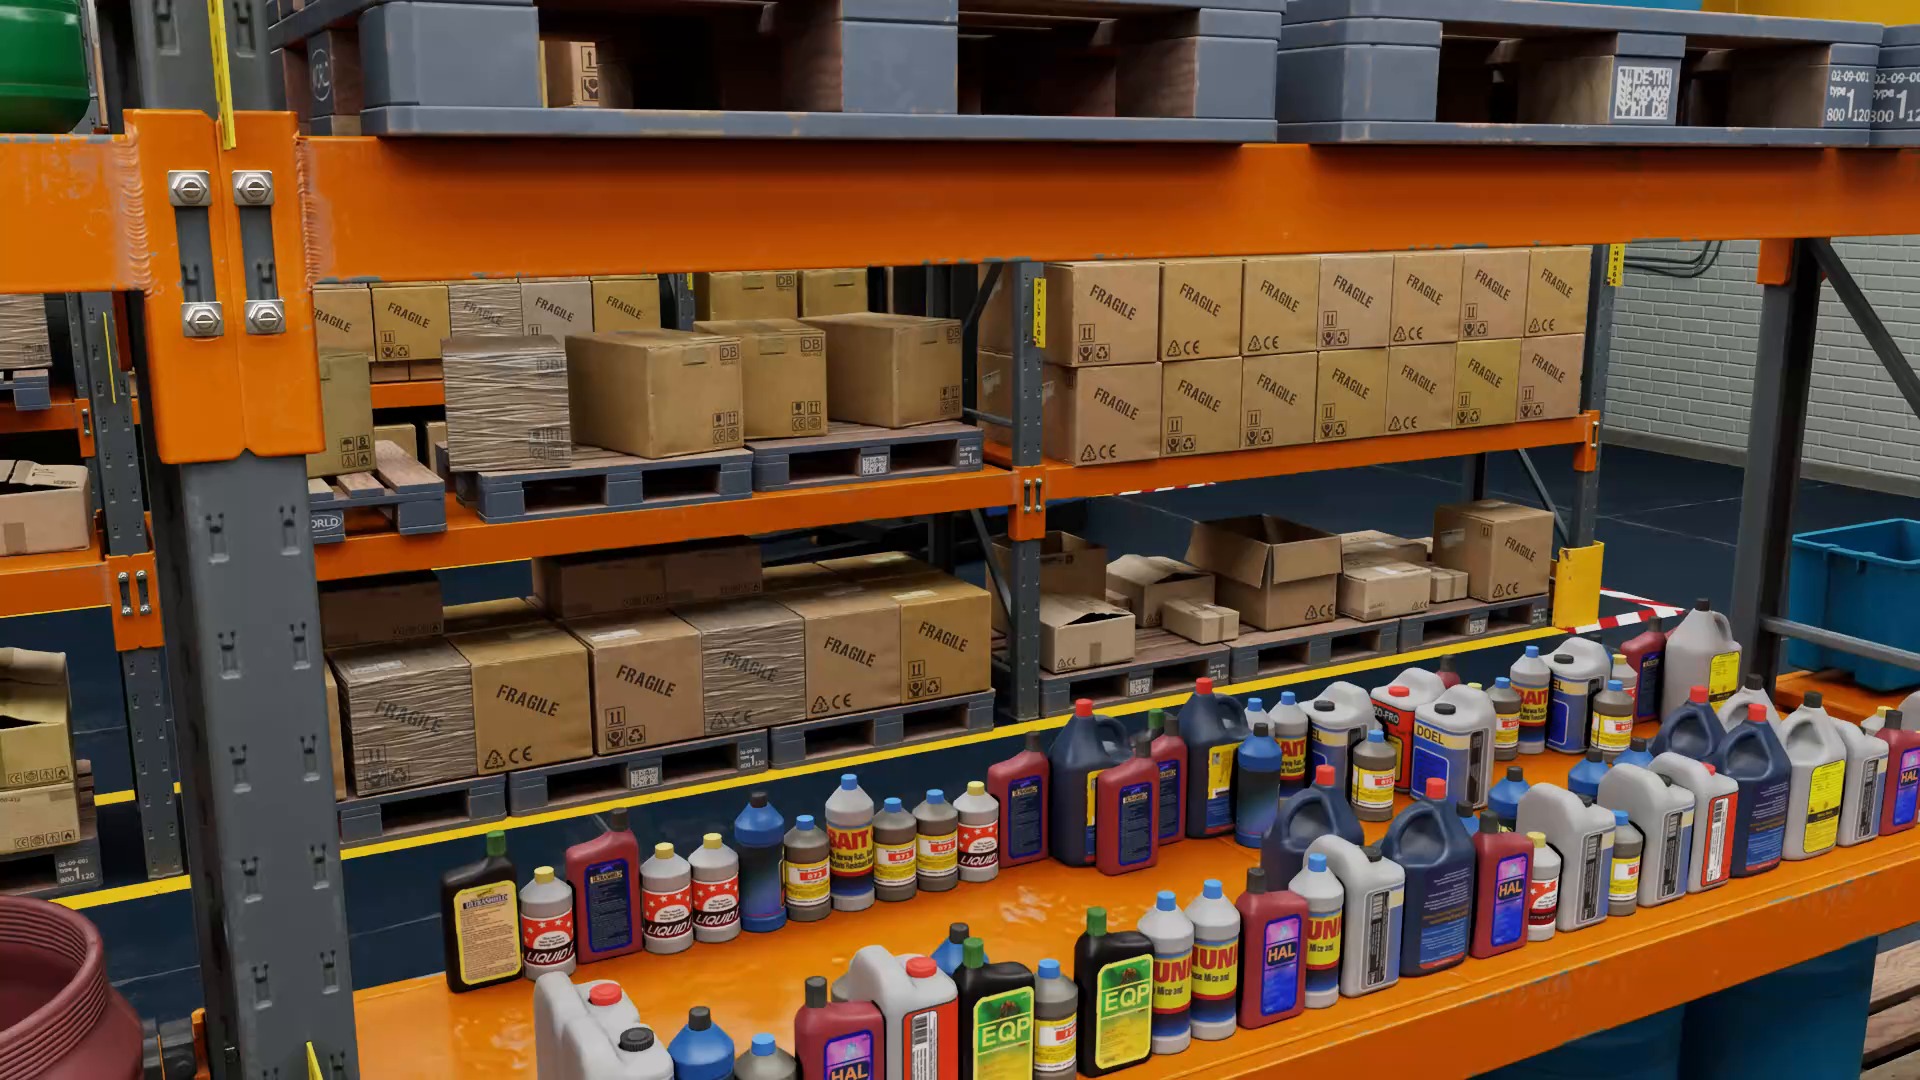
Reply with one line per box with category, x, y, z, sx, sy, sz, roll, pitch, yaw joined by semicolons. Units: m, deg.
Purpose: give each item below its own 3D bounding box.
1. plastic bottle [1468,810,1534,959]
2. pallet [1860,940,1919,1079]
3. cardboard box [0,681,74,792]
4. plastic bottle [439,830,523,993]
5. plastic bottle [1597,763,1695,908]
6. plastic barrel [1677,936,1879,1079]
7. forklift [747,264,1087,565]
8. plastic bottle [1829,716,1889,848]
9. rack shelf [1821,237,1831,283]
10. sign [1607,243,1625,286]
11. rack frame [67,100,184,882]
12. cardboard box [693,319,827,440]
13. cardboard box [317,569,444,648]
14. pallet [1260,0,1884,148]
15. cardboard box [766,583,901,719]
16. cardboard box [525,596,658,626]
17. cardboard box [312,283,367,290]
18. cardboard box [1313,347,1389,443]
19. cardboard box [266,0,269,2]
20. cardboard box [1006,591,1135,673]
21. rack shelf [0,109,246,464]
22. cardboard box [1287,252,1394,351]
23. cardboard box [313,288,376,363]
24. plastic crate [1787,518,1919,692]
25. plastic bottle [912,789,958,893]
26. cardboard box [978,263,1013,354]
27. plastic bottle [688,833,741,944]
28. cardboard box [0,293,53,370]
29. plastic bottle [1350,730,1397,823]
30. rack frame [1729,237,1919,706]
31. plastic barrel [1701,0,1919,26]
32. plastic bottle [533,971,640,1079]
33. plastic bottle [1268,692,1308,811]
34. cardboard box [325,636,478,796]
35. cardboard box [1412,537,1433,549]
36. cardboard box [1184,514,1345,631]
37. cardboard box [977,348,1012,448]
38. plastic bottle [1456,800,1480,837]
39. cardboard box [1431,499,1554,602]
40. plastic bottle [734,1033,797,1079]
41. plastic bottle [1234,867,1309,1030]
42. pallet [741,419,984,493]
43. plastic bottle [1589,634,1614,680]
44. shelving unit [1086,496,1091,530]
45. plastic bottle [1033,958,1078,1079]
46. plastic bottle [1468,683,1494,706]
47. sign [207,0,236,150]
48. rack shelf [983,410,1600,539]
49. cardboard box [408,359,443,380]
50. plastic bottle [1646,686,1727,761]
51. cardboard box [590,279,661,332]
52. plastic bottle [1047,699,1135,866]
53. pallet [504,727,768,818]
plastic bottle;1.026;0.647;3.170;0.133;0.283;0.061;-7;14;-28
pallet;3.110;1.598;5.026;1.213;0.211;1.003;-7;14;-28
cardboard box;-3.740;0.754;6.455;0.500;0.311;0.500;-6;14;-26
plastic bottle;-0.877;0.676;3.041;0.133;0.283;0.061;-7;14;-28
plastic bottle;1.411;0.593;3.426;0.135;0.276;0.152;-7;14;-28
plastic barrel;1.997;1.196;4.288;0.708;0.901;0.600;-7;14;-28
forklift;-0.484;-1.317;11.785;3.031;2.935;1.130;-11;17;-39
plastic bottle;1.971;0.525;3.725;0.135;0.276;0.152;-7;14;-28
rack shelf;4.239;-1.000;5.028;4.000;0.370;1.077;-7;14;-28
sign;3.872;-1.663;9.810;0.005;0.325;0.100;-7;14;-28
rack frame;-3.398;-0.211;6.717;0.127;3.000;1.000;-7;14;-28
cardboard box;-0.983;-0.795;8.124;0.500;0.500;0.700;-4;13;-19
cardboard box;-2.642;0.277;7.529;0.500;0.250;0.500;-6;14;-26
pallet;0.848;-0.827;3.052;1.213;0.211;1.003;-7;14;-28
cardboard box;-0.621;0.530;8.113;0.500;0.500;0.500;-7;14;-28
cardboard box;-1.777;0.539;8.073;0.500;0.500;0.500;-7;15;-30
cardboard box;-4.344;-1.843;11.309;0.500;0.250;0.500;-7;14;-27
cardboard box;2.025;-0.843;9.294;0.500;0.500;0.500;-7;14;-29
cardboard box;-2.564;-2.310;6.704;0.500;0.500;0.500;-7;14;-28
cardboard box;0.585;0.462;8.845;0.500;0.311;0.500;-7;14;-28
rack shelf;-2.783;-0.158;1.288;4.000;0.370;1.077;-7;14;-28
cardboard box;2.018;-1.327;9.169;0.500;0.500;0.500;-6;14;-26
cardboard box;-4.326;-1.476;11.387;0.500;0.500;0.500;-7;14;-28
plastic crate;2.729;0.186;4.849;0.575;0.384;0.392;-7;14;-28
plastic bottle;-0.052;0.621;3.469;0.097;0.201;0.097;0;13;0
cardboard box;0.433;-1.272;8.924;0.500;0.500;0.500;-7;14;-28
plastic bottle;-0.479;0.673;3.241;0.097;0.201;0.097;0;13;0
cardboard box;-6.182;-1.378;10.669;0.500;0.500;0.700;-9;15;-34
plastic bottle;0.954;0.539;3.836;0.097;0.201;0.097;0;13;0
rack frame;2.483;0.323;4.343;0.127;3.000;1.000;-7;14;-28
plastic barrel;1.779;-1.302;3.347;0.600;0.588;0.600;0;13;0
plastic bottle;-0.566;0.792;2.543;0.135;0.276;0.152;-7;14;-28
plastic bottle;0.763;0.490;3.895;0.097;0.271;0.097;0;13;0
cardboard box;-2.405;0.744;7.161;0.500;0.500;0.500;-7;15;-30
cardboard box;3.092;0.101;10.820;0.250;0.149;0.380;-7;14;-28
cardboard box;1.760;0.172;9.695;0.637;0.503;0.797;-7;14;-28
cardboard box;0.429;-0.783;9.029;0.500;0.500;0.500;-7;14;-27
plastic bottle;0.972;0.639;3.231;0.097;0.271;0.097;0;13;0
cardboard box;3.265;0.056;10.218;0.500;0.500;0.500;-7;14;-28
plastic bottle;-0.293;0.840;2.497;0.097;0.201;0.097;0;13;0
plastic bottle;0.543;0.704;2.913;0.133;0.283;0.061;-7;14;-28
pallet;-0.641;-0.476;8.328;1.213;0.211;1.003;-7;14;-28
plastic bottle;1.662;0.382;4.374;0.097;0.271;0.097;0;13;0
shelving unit;0.931;-0.696;12.936;0.189;1.200;0.258;3;11;-17
plastic bottle;0.145;0.788;2.730;0.097;0.201;0.097;0;13;0
plastic bottle;1.287;0.461;4.182;0.097;0.201;0.097;0;13;0
sign;-0.758;-0.564;1.688;0.005;0.325;0.100;-7;14;-28
rack shelf;1.868;-0.492;9.601;4.000;0.370;1.077;-7;14;-28
cardboard box;-3.800;-1.233;11.781;0.250;0.149;0.380;-6;14;-26
plastic bottle;1.602;0.498;3.676;0.185;0.351;0.144;-7;14;-28
cardboard box;-2.548;-1.693;12.349;0.500;0.500;0.500;-7;15;-29
plastic bottle;0.286;0.514;3.606;0.185;0.351;0.144;-7;14;-28
pallet;-1.655;0.950;7.906;1.213;0.211;1.003;-7;14;-28
